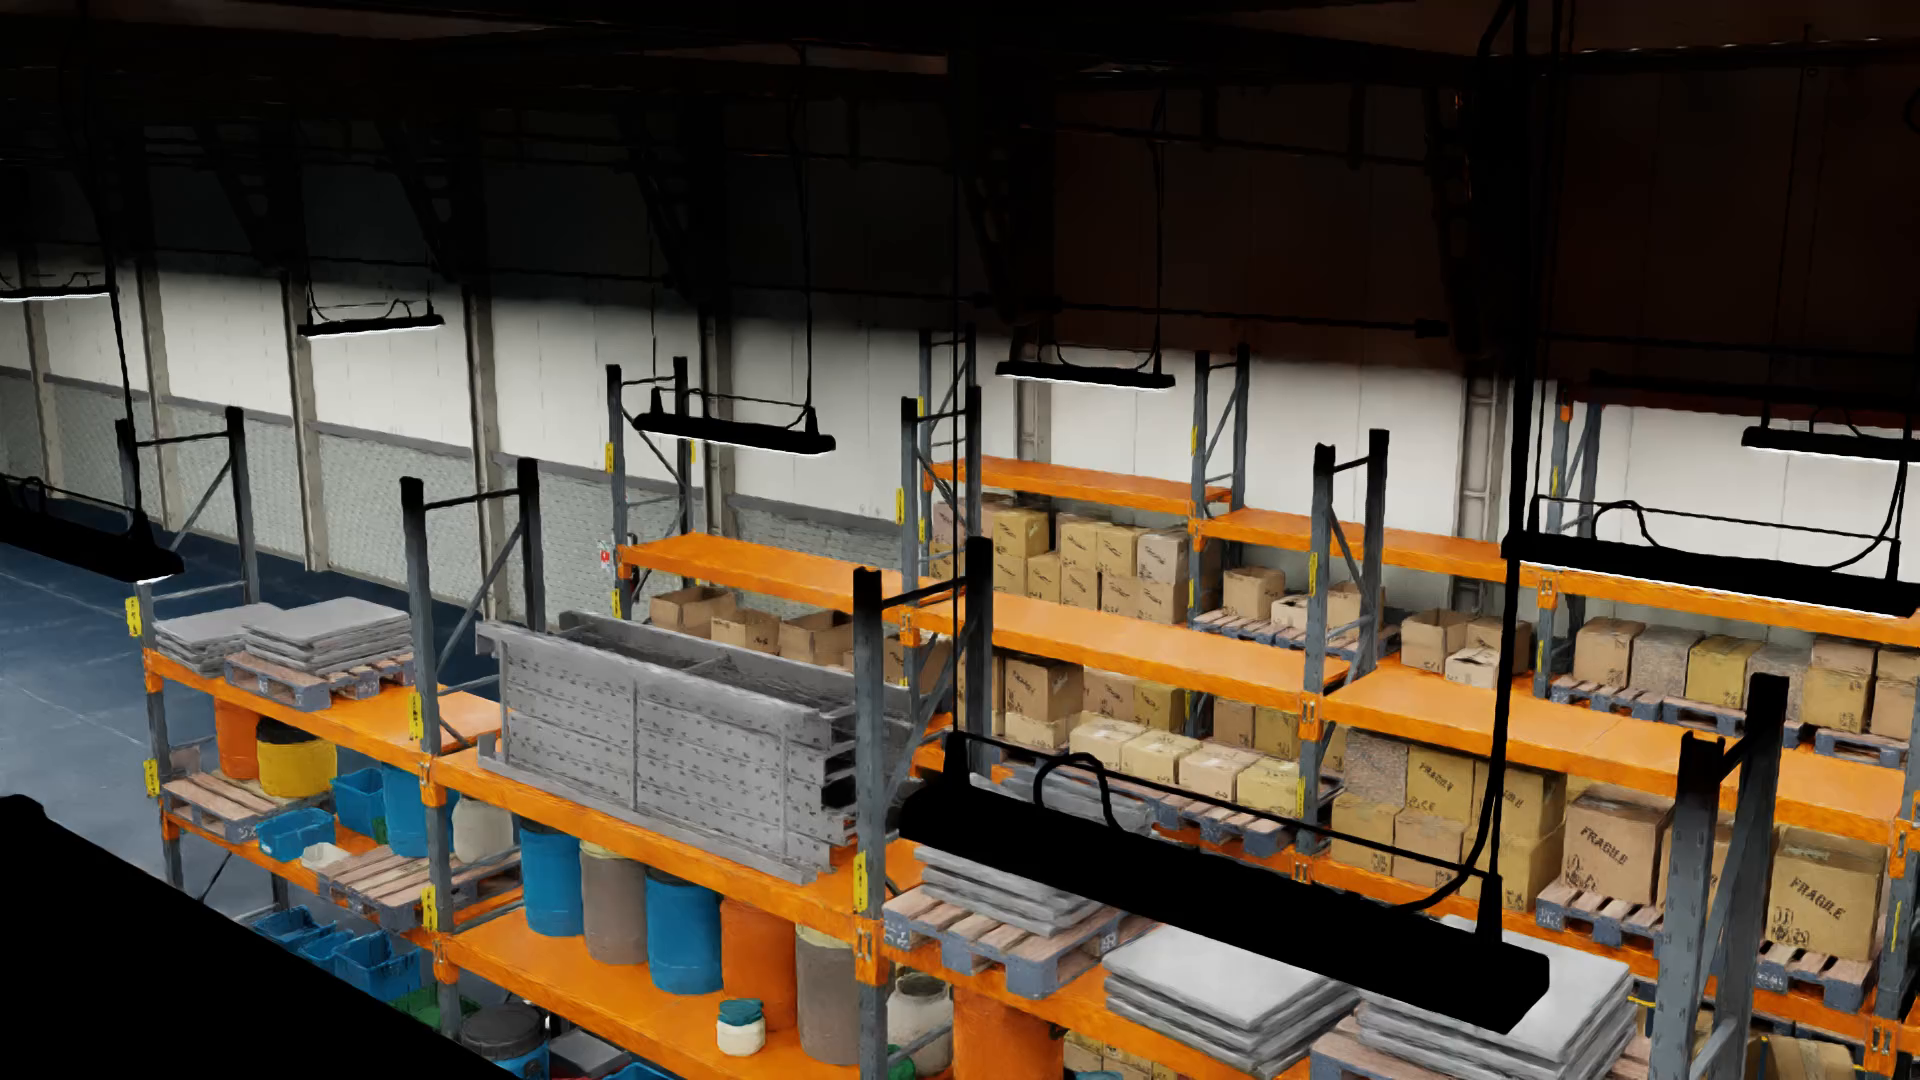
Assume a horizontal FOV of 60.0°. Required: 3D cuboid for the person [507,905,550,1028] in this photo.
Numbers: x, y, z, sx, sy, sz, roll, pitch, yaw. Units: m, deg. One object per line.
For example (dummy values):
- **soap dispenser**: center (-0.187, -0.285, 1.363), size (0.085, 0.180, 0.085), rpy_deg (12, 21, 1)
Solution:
- **person**: center (-3.986, 3.710, 15.691), size (0.656, 1.790, 0.520), rpy_deg (2, 13, 9)
